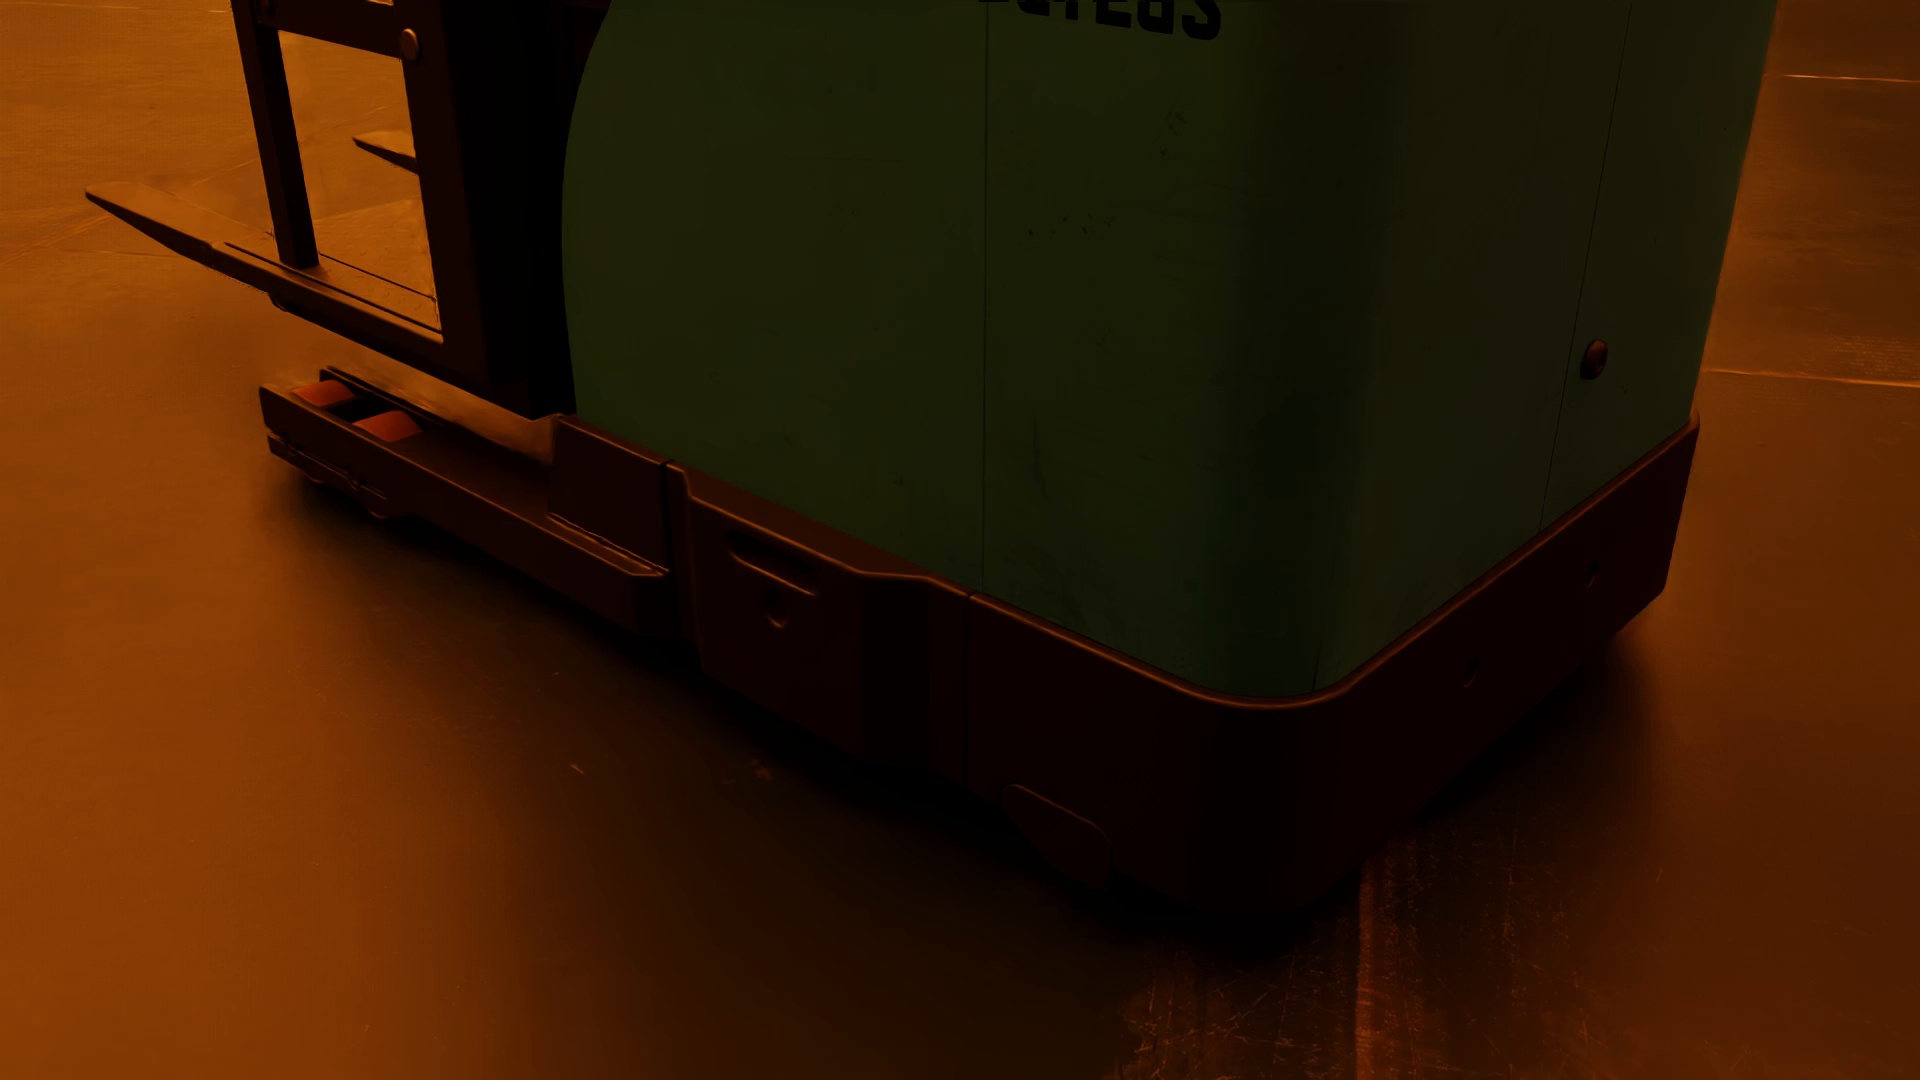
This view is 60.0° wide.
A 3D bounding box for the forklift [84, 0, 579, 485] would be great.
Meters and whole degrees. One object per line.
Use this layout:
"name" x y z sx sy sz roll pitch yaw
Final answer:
"forklift" -0.535 -1.485 2.259 2.884 2.867 1.101 22 34 37
